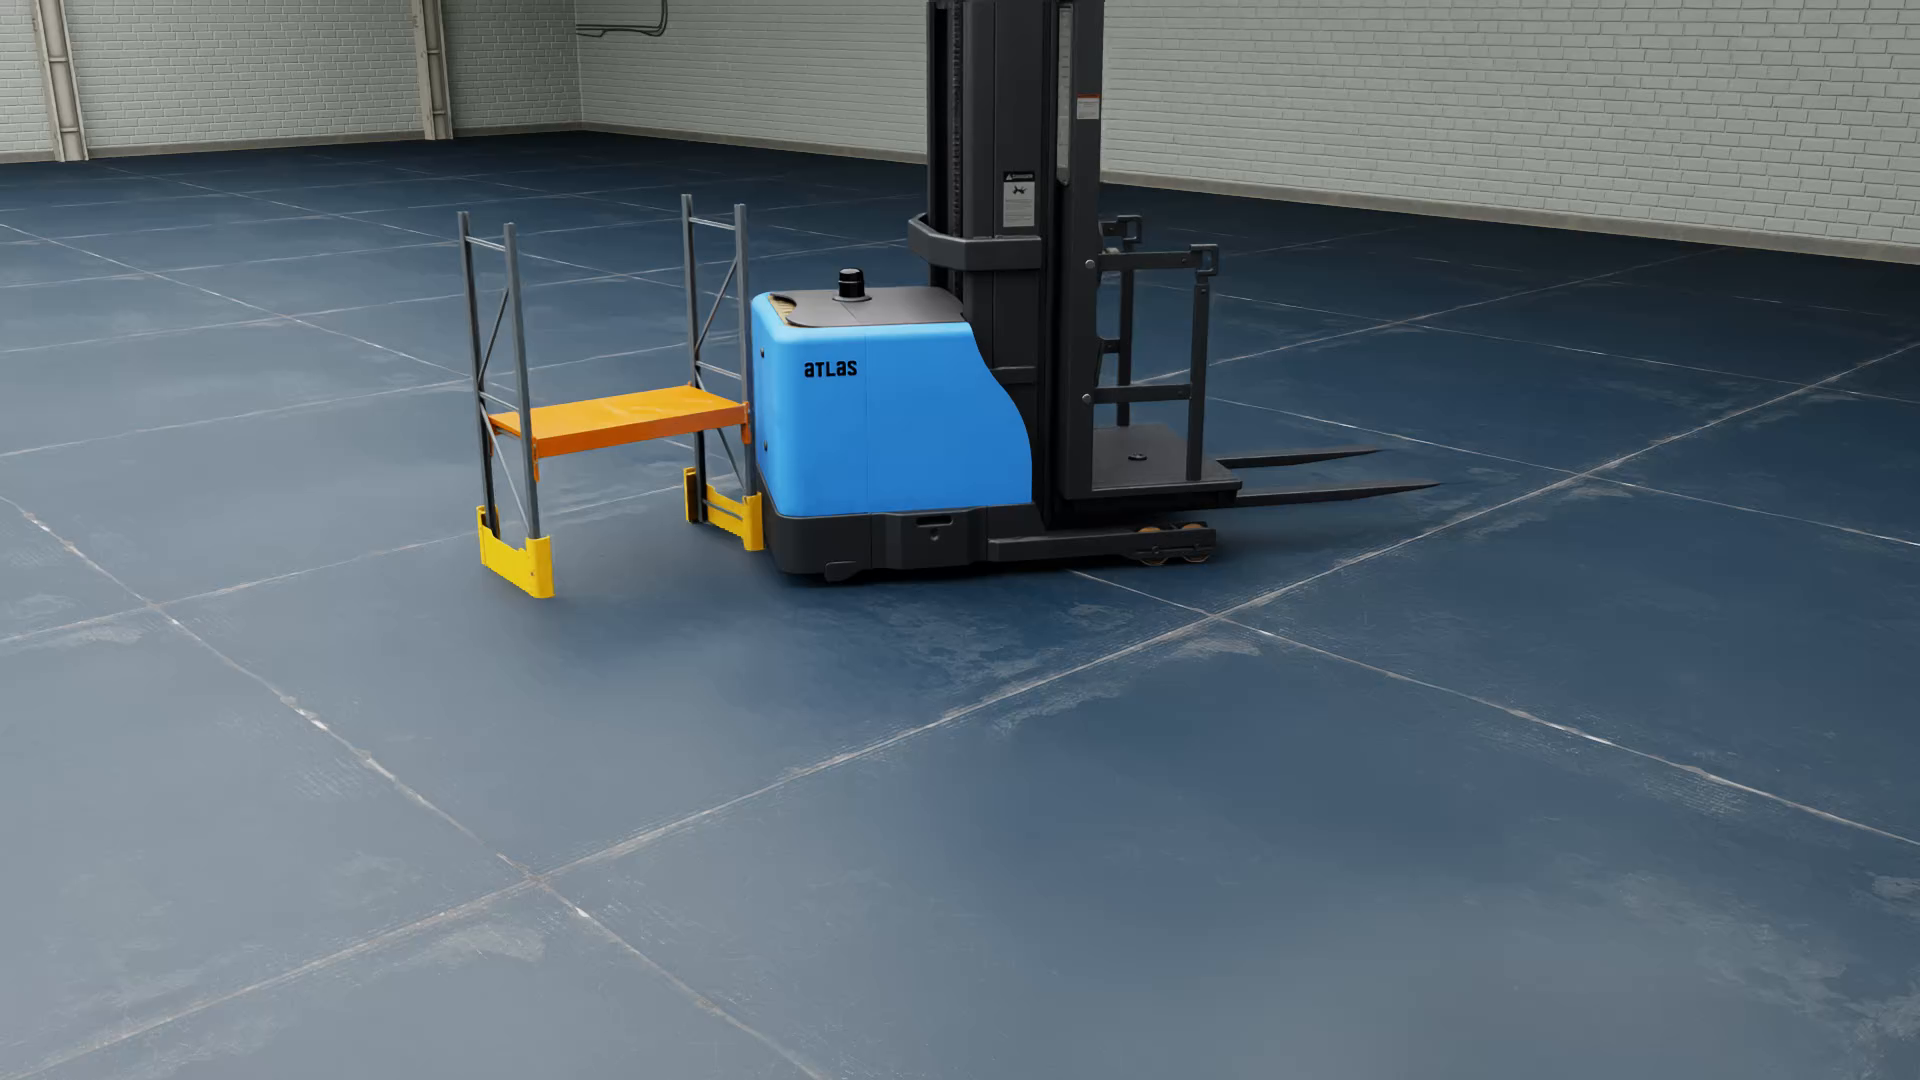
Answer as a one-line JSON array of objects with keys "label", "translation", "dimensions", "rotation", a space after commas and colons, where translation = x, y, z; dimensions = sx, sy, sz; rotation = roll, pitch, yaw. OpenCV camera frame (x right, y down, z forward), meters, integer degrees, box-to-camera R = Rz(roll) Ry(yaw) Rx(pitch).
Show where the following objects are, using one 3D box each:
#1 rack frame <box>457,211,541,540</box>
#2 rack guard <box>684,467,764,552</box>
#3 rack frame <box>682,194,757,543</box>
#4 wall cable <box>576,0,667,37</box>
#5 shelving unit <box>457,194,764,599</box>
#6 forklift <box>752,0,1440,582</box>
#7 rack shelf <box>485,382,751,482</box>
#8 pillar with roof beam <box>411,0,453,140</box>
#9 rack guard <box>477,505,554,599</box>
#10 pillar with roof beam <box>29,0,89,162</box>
[{"label": "rack frame", "translation": [-1.861, -0.551, 6.752], "dimensions": [0.032, 1.500, 0.500], "rotation": [-13, 22, -36]}, {"label": "rack guard", "translation": [-1.073, -0.145, 7.526], "dimensions": [0.087, 0.250, 0.587], "rotation": [-13, 22, -36]}, {"label": "rack frame", "translation": [-1.057, -0.743, 7.344], "dimensions": [0.032, 1.500, 0.500], "rotation": [-13, 22, -36]}, {"label": "wall cable", "translation": [-6.115, -10.187, 29.349], "dimensions": [0.112, 2.526, 3.097], "rotation": [-16, 24, -41]}, {"label": "shelving unit", "translation": [-1.467, -0.645, 7.043], "dimensions": [1.083, 1.500, 0.587], "rotation": [-13, 22, -36]}, {"label": "forklift", "translation": [0.632, -1.437, 7.165], "dimensions": [3.031, 2.935, 1.130], "rotation": [-4, 18, -12]}, {"label": "rack shelf", "translation": [-1.459, -0.476, 7.104], "dimensions": [1.000, 0.185, 0.538], "rotation": [-13, 22, -36]}, {"label": "pillar with roof beam", "translation": [-6.207, -10.372, 24.883], "dimensions": [0.400, 9.000, 9.100], "rotation": [-16, 24, -41]}, {"label": "rack guard", "translation": [-1.860, 0.043, 6.946], "dimensions": [0.087, 0.250, 0.587], "rotation": [-13, 22, -36]}, {"label": "pillar with roof beam", "translation": [-10.566, -9.100, 20.962], "dimensions": [0.400, 9.000, 9.100], "rotation": [-16, 24, -41]}]
